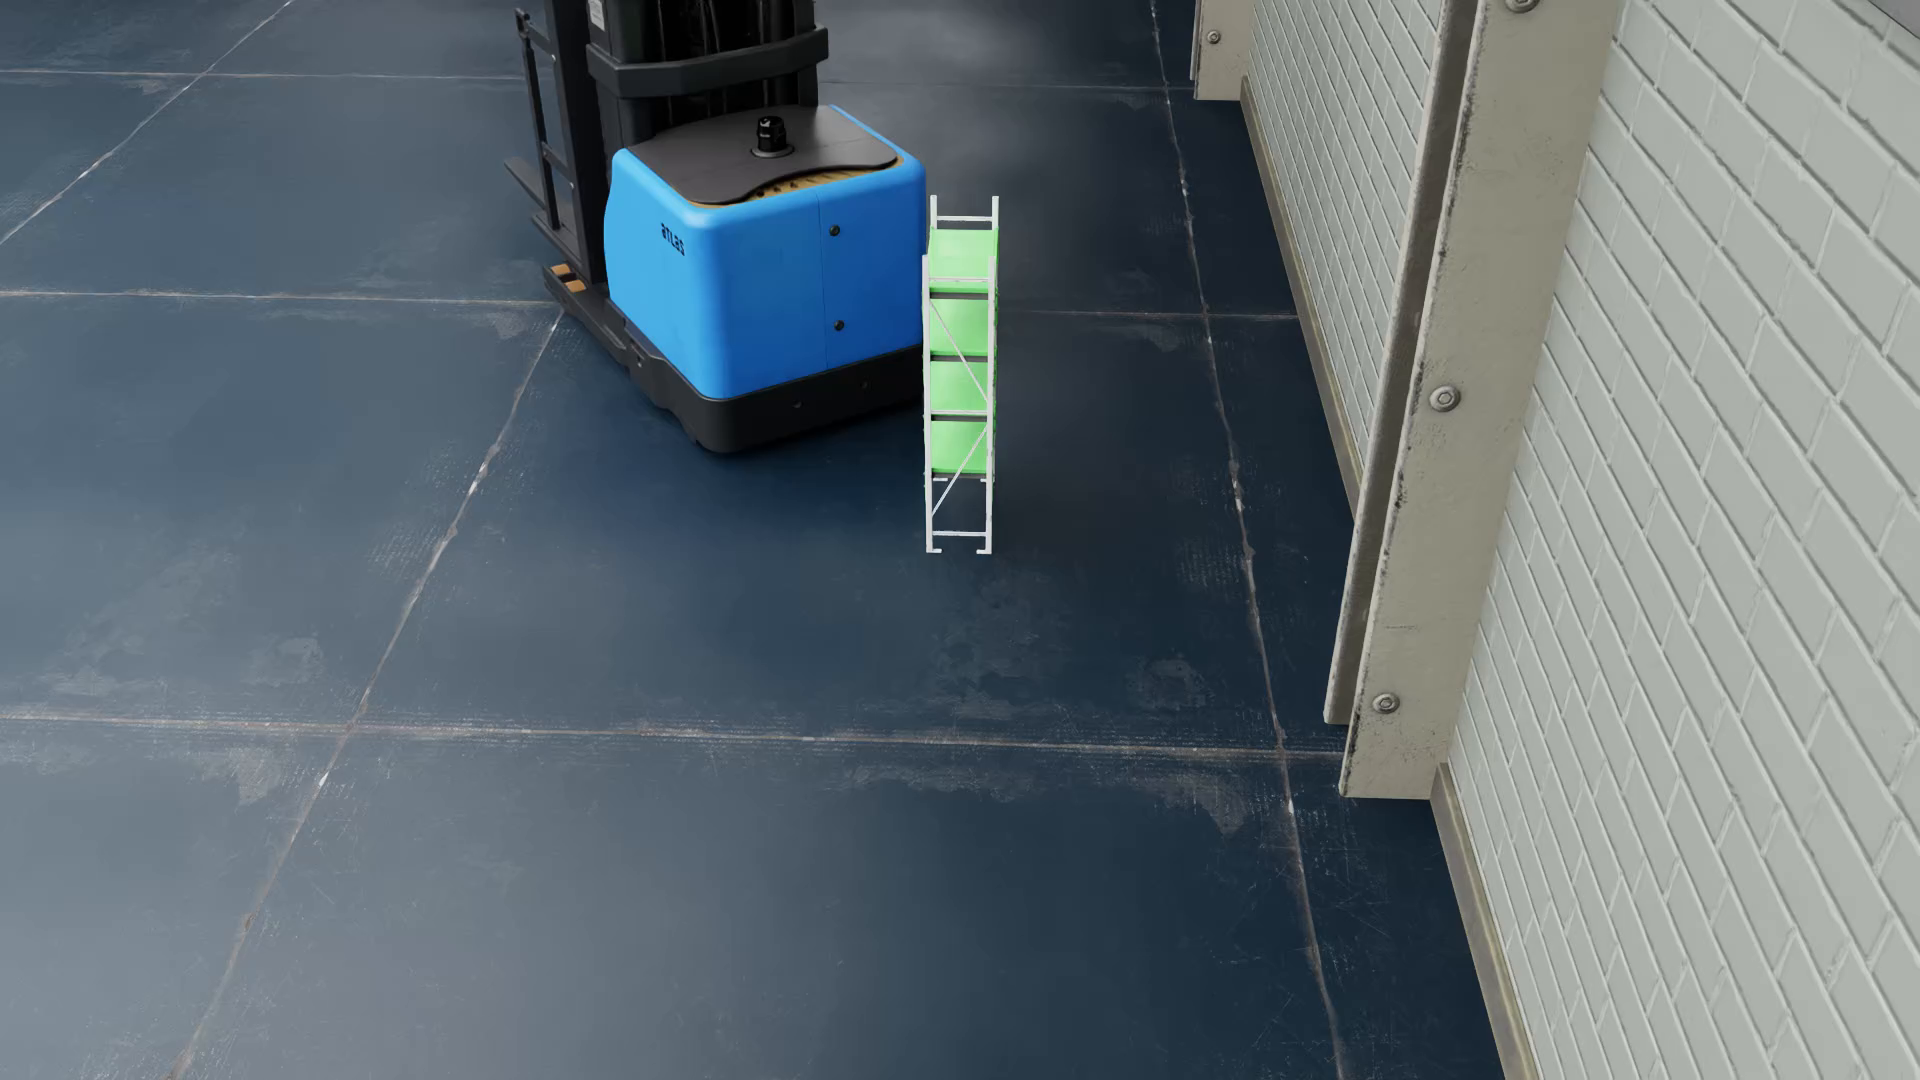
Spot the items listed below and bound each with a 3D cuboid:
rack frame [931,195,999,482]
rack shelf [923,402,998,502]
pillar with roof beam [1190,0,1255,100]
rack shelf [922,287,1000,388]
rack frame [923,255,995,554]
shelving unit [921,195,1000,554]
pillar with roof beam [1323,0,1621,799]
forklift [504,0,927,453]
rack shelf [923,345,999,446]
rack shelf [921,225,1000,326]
[{"bbox_3d":[0.016,-0.726,6.240,0.240,1.200,0.015,1,35,2],"label":"rack frame"},{"bbox_3d":[0.007,-0.337,6.215,0.258,0.148,0.480,1,35,2],"label":"rack shelf"},{"bbox_3d":[-2.725,-6.548,7.741,9.100,9.000,0.400,1,35,2],"label":"pillar with roof beam"},{"bbox_3d":[0.007,-0.730,5.939,0.258,0.148,0.480,1,35,2],"label":"rack shelf"},{"bbox_3d":[-0.003,-0.446,5.841,0.240,1.200,0.015,1,35,2],"label":"rack frame"},{"bbox_3d":[0.007,-0.586,6.040,0.258,1.200,0.503,1,35,2],"label":"shelving unit"},{"bbox_3d":[-2.966,-3.101,2.836,9.100,9.000,0.400,1,35,2],"label":"pillar with roof beam"},{"bbox_3d":[-1.312,-2.365,7.065,1.130,2.935,3.031,-19,39,-25],"label":"forklift"},{"bbox_3d":[0.007,-0.534,6.077,0.258,0.148,0.480,1,35,2],"label":"rack shelf"},{"bbox_3d":[0.007,-0.926,5.801,0.258,0.148,0.480,1,35,2],"label":"rack shelf"}]
